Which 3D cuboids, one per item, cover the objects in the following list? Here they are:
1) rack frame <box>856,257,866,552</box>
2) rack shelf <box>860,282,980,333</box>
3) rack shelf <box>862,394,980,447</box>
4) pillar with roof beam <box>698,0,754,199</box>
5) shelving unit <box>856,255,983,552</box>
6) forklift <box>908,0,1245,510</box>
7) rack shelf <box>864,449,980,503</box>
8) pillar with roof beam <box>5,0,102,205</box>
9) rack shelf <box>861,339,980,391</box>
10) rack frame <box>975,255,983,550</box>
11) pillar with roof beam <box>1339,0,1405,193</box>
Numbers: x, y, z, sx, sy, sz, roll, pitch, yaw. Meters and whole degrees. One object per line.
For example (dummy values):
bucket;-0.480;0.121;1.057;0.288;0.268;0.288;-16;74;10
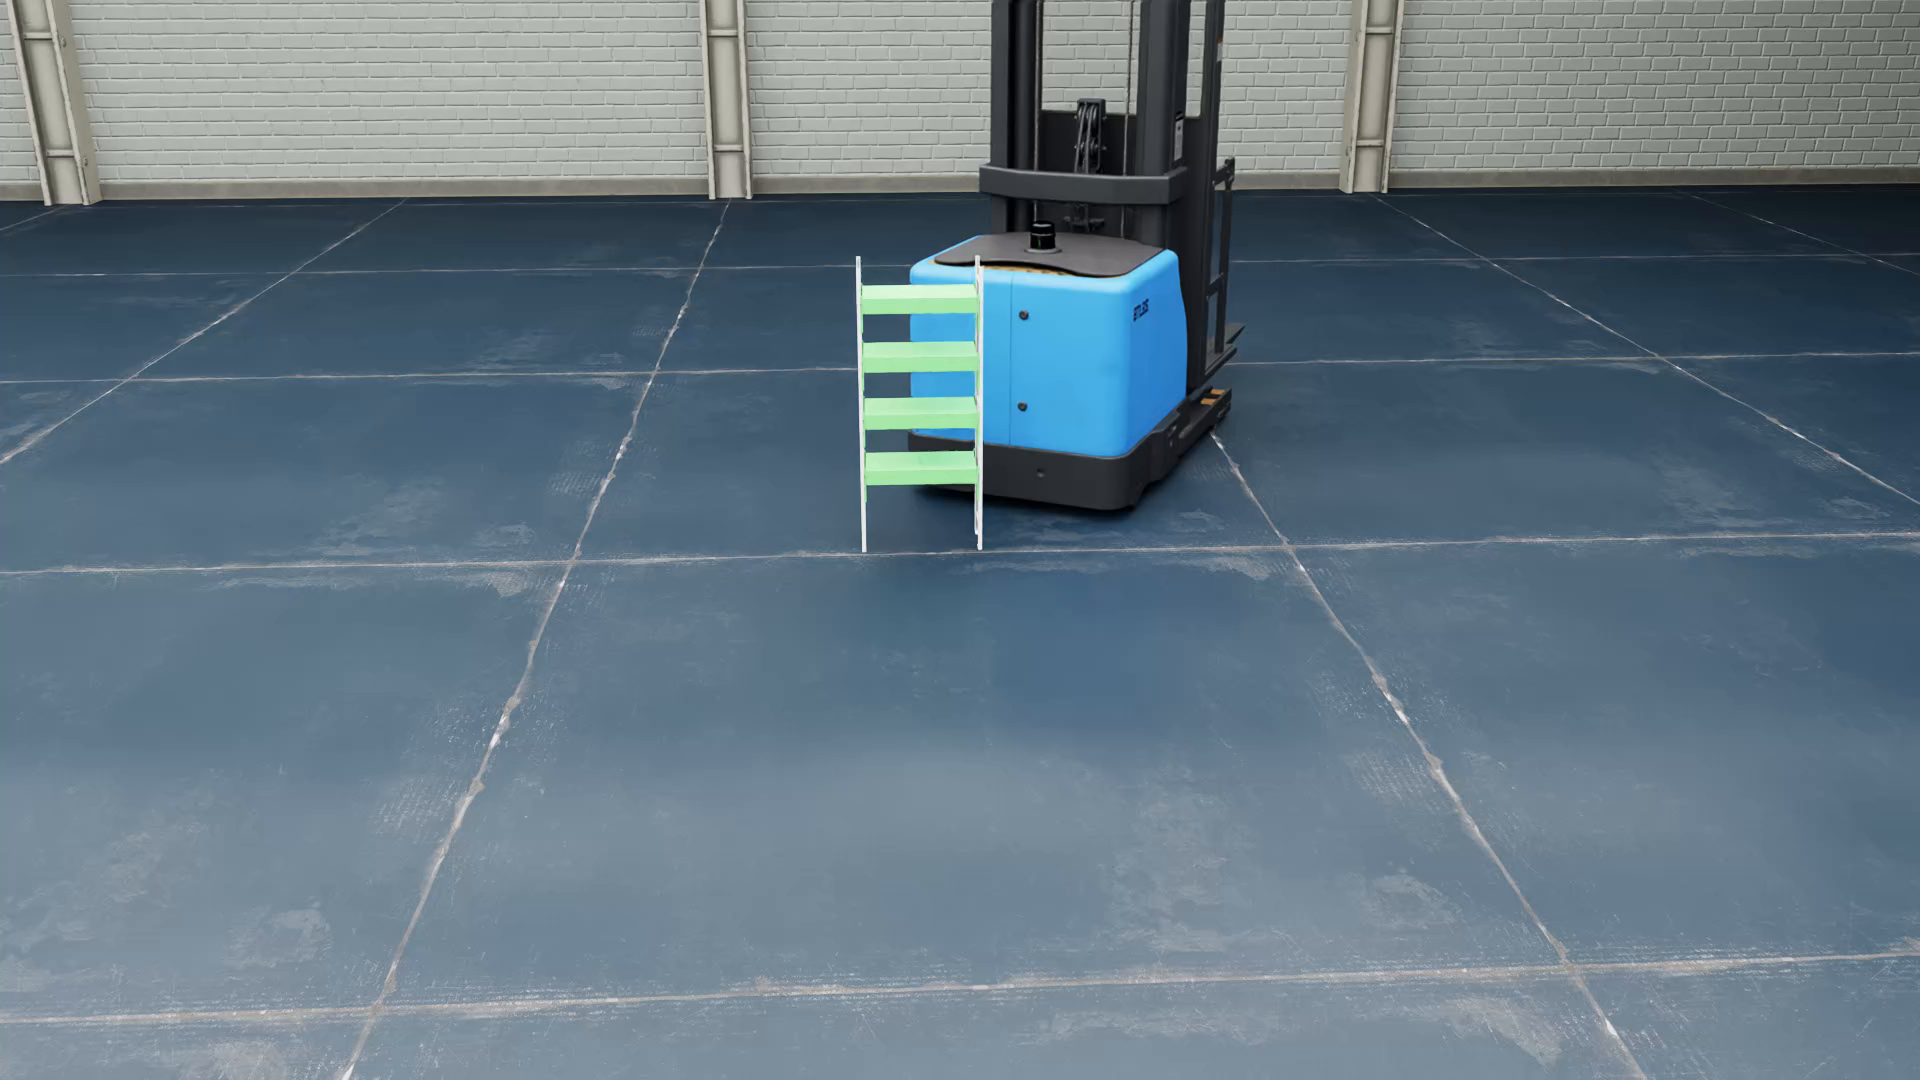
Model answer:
rack frame;-0.409;-0.552;6.886;0.015;1.200;0.240;-1;21;-3
rack shelf;-0.165;-0.946;6.751;0.480;0.148;0.258;-1;21;-3
rack shelf;-0.165;-0.498;6.921;0.480;0.148;0.258;-1;21;-3
pillar with roof beam;-1.894;-5.898;9.966;0.400;9.000;9.100;-1;21;-3
shelving unit;-0.165;-0.557;6.899;0.503;1.200;0.258;-1;21;-3
forklift;0.794;-1.990;8.228;1.130;2.935;3.031;8;22;21
rack shelf;-0.165;-0.273;7.007;0.480;0.148;0.258;-1;21;-3
pillar with roof beam;-7.884;-5.777;9.646;0.400;9.000;9.100;-1;21;-3
rack shelf;-0.165;-0.722;6.836;0.480;0.148;0.258;-1;21;-3
rack frame;0.078;-0.562;6.912;0.015;1.200;0.240;-1;21;-3
pillar with roof beam;4.096;-6.020;10.287;0.400;9.000;9.100;-1;21;-3
